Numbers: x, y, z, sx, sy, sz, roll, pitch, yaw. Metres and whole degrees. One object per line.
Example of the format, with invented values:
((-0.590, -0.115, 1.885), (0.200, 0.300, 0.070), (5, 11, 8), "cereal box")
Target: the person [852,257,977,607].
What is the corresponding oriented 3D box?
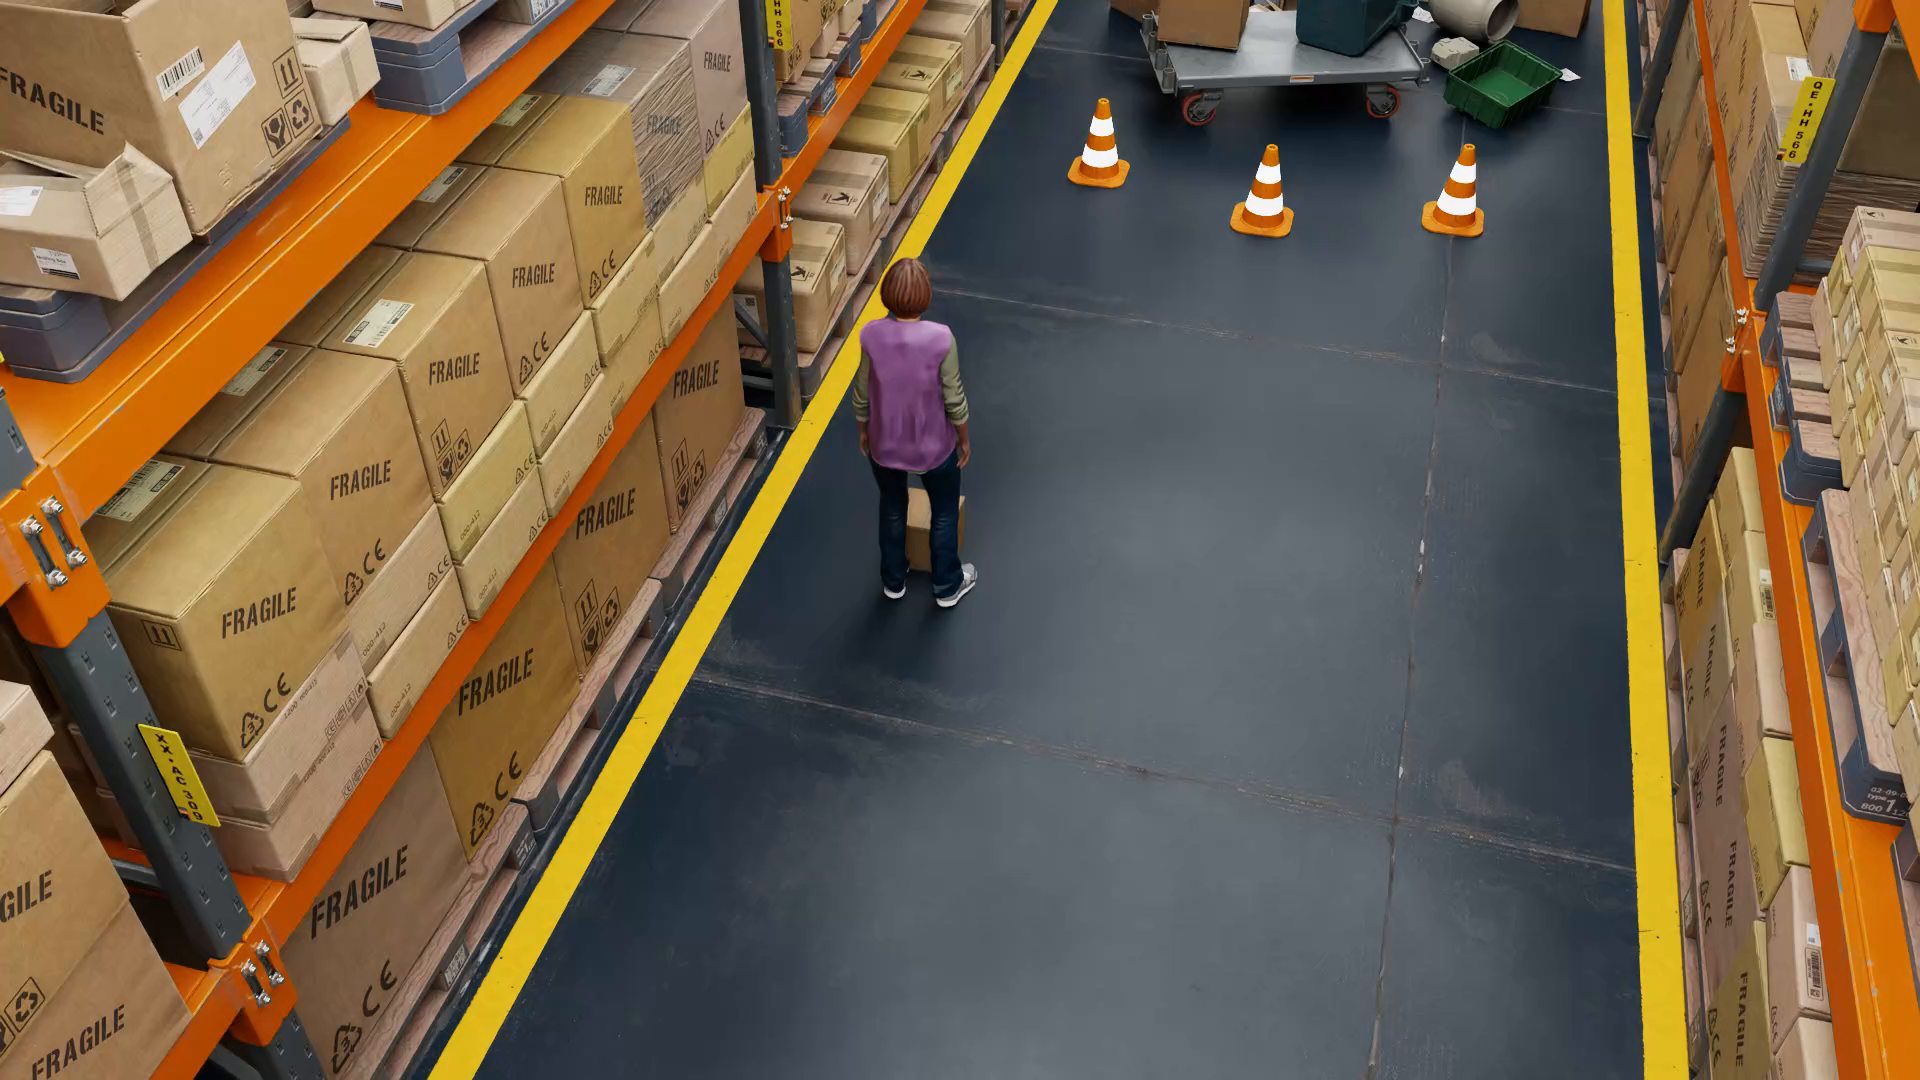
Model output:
((-0.182, -0.385, 6.602), (0.476, 1.591, 0.346), (8, 42, 9), "person")
